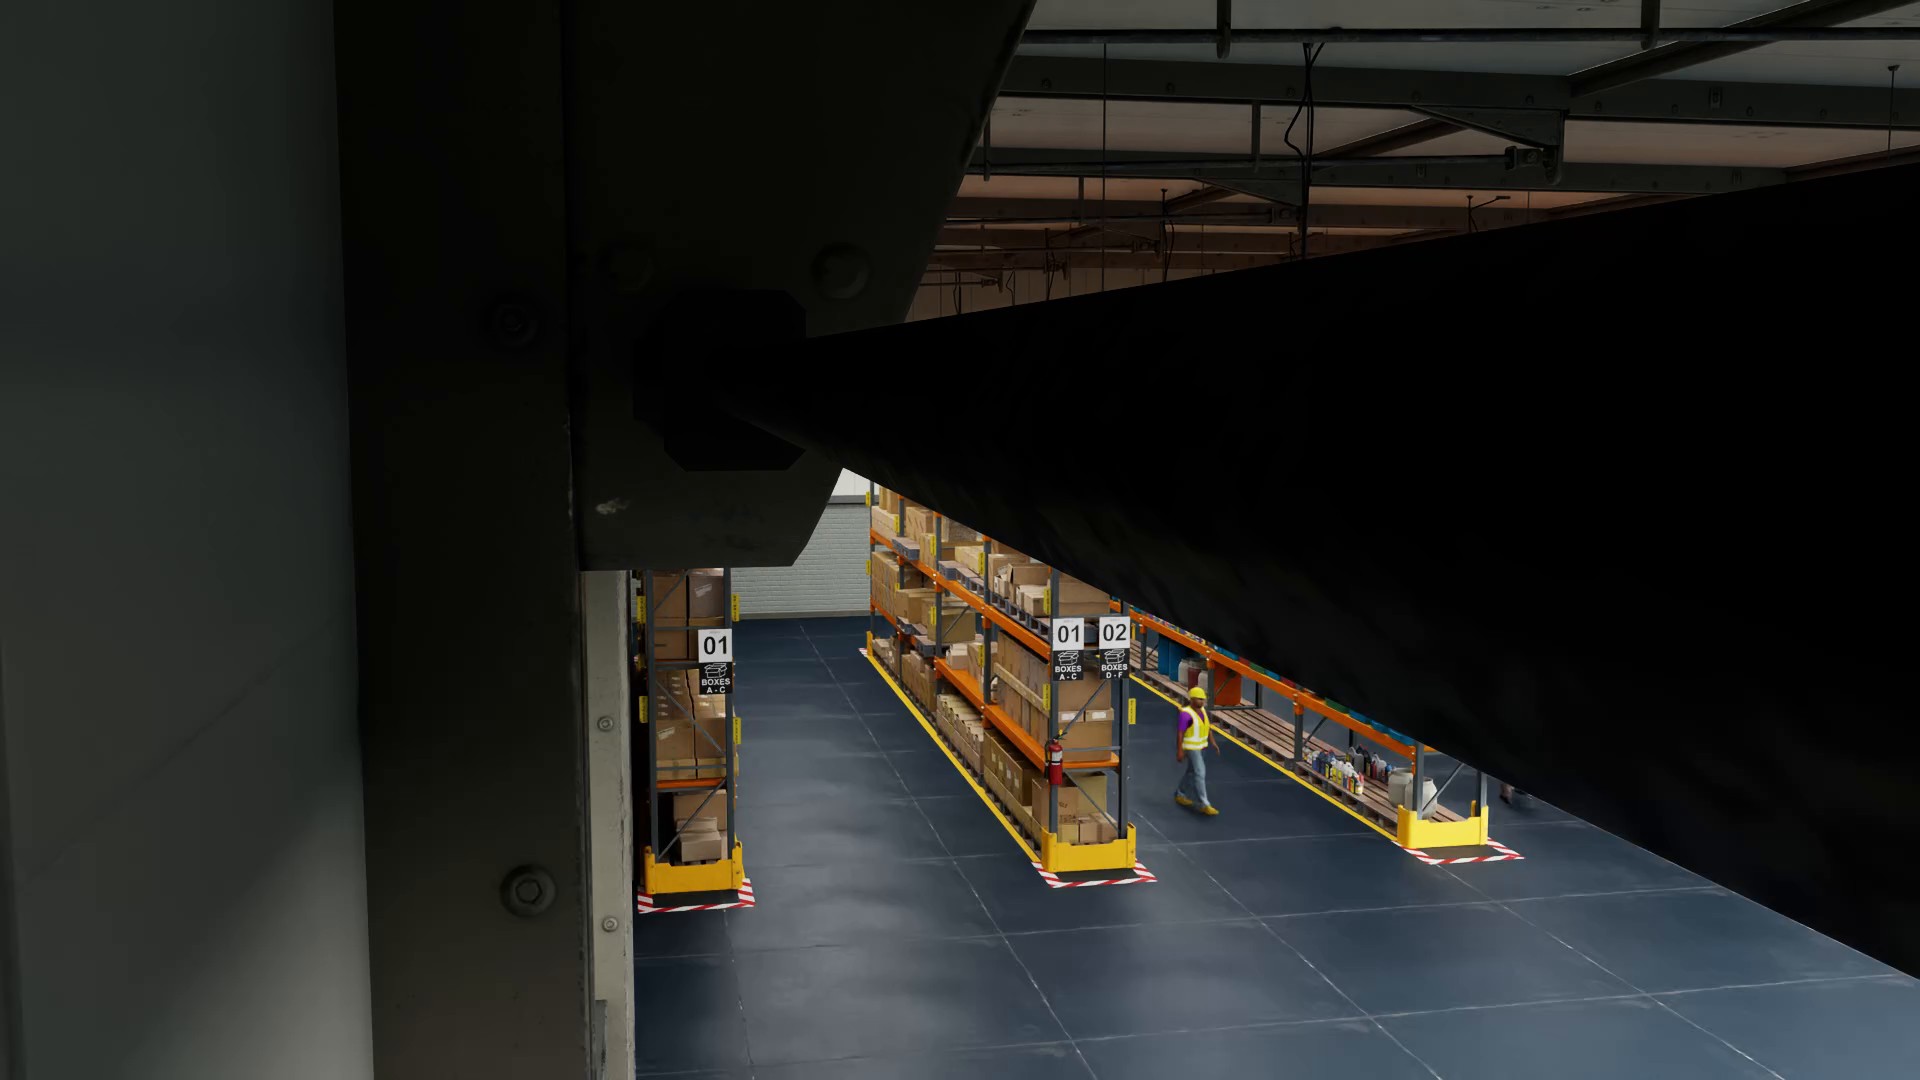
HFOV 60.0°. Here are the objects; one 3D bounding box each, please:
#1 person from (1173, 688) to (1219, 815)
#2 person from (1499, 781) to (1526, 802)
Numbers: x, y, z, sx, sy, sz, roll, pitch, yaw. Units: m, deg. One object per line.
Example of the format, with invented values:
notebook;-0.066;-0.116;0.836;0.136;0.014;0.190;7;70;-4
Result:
person;3.417;2.972;23.732;0.884;1.727;0.588;4;7;37
person;7.998;2.935;24.289;0.570;1.710;0.463;0;6;3
